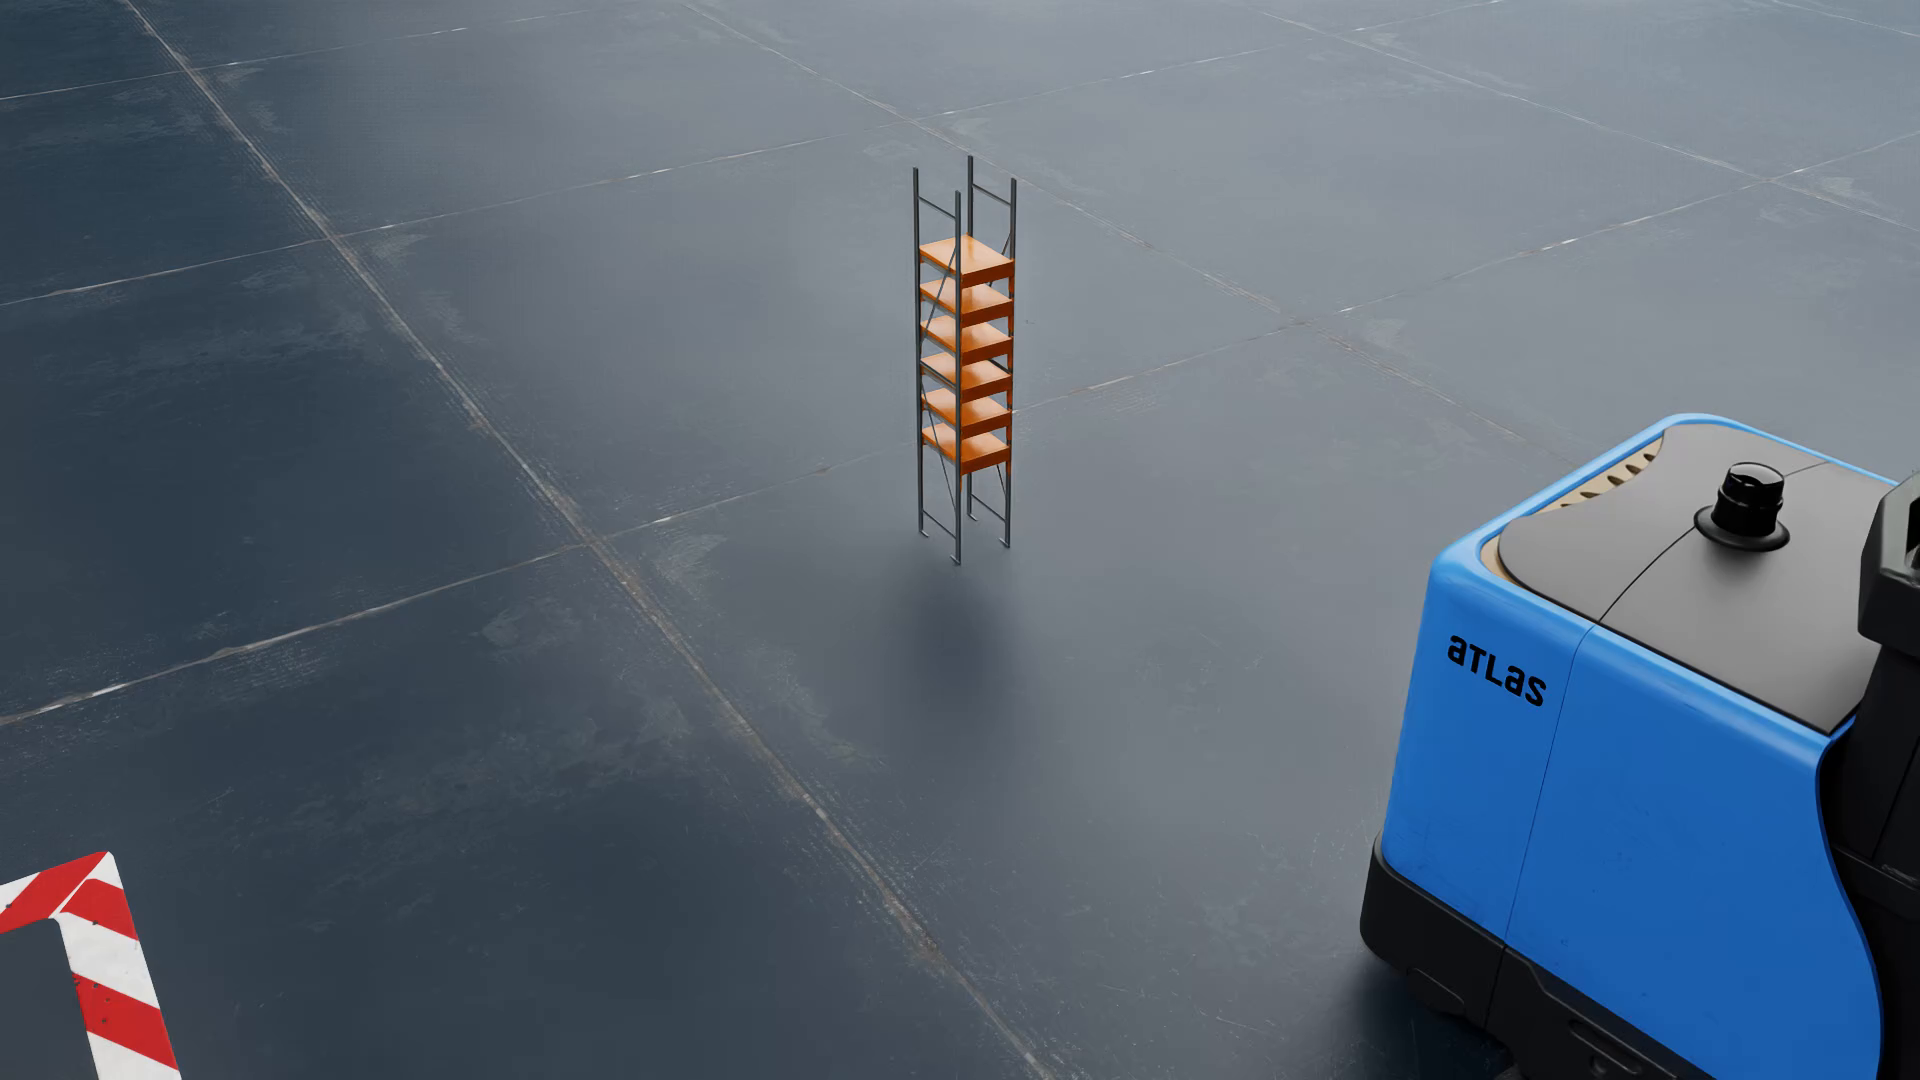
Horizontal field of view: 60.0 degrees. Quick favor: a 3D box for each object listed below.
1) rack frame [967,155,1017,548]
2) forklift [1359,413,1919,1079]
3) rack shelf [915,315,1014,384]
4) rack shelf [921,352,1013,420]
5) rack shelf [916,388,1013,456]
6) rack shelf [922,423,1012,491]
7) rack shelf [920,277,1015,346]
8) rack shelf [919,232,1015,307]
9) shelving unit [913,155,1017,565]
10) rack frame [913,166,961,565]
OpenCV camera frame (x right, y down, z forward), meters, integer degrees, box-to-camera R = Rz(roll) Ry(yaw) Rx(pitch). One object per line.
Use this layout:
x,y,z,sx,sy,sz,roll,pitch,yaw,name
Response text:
0.089,-0.538,4.978,0.006,1.200,0.240,-19,37,-27,rack frame
2.239,0.124,2.307,1.130,2.935,3.031,-25,40,-34,forklift
0.012,-0.576,4.896,0.180,0.103,0.258,-19,37,-27,rack shelf
0.012,-0.474,4.960,0.180,0.103,0.258,-19,37,-27,rack shelf
0.012,-0.373,5.024,0.180,0.103,0.258,-19,37,-27,rack shelf
0.012,-0.271,5.088,0.180,0.103,0.258,-19,37,-27,rack shelf
0.012,-0.677,4.832,0.180,0.103,0.258,-19,37,-27,rack shelf
0.012,-0.779,4.768,0.180,0.103,0.258,-19,37,-27,rack shelf
0.012,-0.512,4.937,0.189,1.200,0.258,-19,37,-27,shelving unit
-0.065,-0.485,4.895,0.006,1.200,0.240,-19,37,-27,rack frame
